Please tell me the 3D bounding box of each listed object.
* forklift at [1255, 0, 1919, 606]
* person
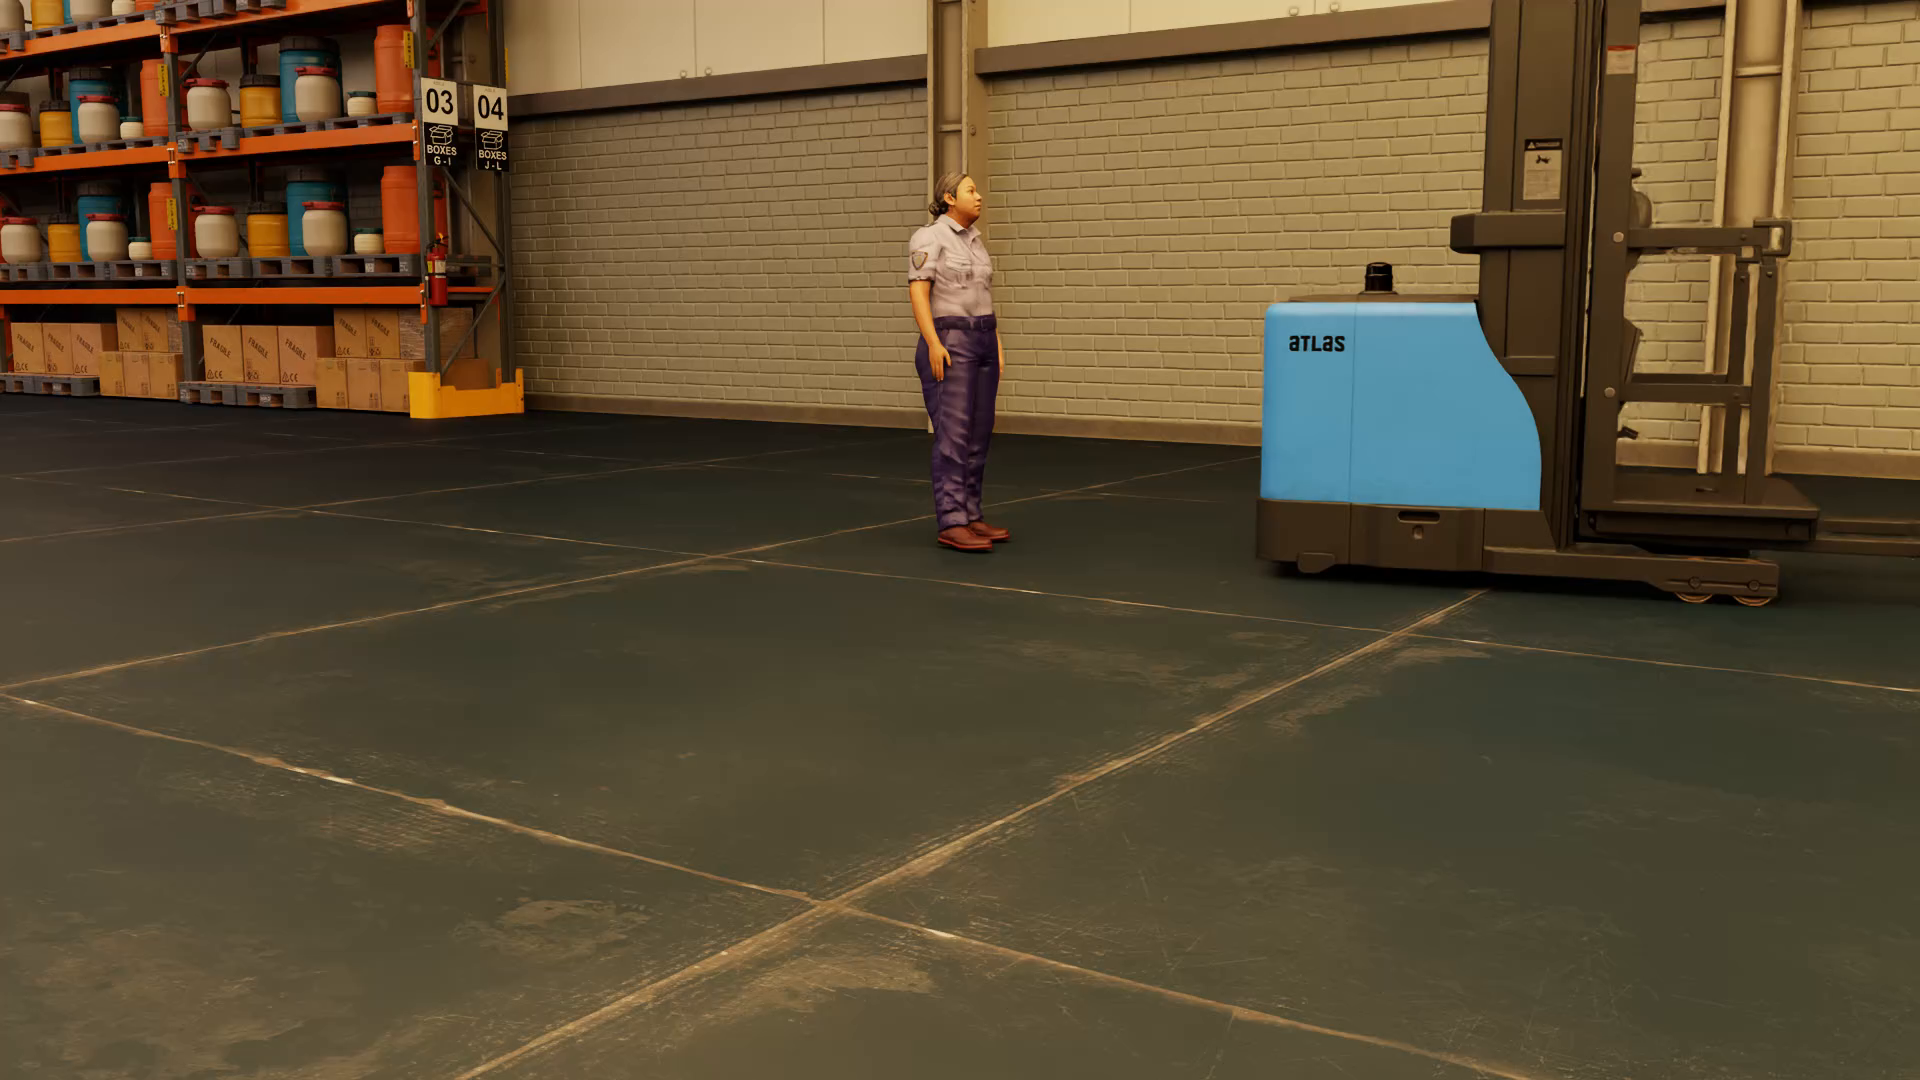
[{"bbox_3d":[2.748,-1.298,6.322,3.031,2.935,1.130,3,9,20],"label":"forklift"},{"bbox_3d":[0.061,-0.813,7.419,0.503,1.650,0.599,5,10,34],"label":"person"}]
